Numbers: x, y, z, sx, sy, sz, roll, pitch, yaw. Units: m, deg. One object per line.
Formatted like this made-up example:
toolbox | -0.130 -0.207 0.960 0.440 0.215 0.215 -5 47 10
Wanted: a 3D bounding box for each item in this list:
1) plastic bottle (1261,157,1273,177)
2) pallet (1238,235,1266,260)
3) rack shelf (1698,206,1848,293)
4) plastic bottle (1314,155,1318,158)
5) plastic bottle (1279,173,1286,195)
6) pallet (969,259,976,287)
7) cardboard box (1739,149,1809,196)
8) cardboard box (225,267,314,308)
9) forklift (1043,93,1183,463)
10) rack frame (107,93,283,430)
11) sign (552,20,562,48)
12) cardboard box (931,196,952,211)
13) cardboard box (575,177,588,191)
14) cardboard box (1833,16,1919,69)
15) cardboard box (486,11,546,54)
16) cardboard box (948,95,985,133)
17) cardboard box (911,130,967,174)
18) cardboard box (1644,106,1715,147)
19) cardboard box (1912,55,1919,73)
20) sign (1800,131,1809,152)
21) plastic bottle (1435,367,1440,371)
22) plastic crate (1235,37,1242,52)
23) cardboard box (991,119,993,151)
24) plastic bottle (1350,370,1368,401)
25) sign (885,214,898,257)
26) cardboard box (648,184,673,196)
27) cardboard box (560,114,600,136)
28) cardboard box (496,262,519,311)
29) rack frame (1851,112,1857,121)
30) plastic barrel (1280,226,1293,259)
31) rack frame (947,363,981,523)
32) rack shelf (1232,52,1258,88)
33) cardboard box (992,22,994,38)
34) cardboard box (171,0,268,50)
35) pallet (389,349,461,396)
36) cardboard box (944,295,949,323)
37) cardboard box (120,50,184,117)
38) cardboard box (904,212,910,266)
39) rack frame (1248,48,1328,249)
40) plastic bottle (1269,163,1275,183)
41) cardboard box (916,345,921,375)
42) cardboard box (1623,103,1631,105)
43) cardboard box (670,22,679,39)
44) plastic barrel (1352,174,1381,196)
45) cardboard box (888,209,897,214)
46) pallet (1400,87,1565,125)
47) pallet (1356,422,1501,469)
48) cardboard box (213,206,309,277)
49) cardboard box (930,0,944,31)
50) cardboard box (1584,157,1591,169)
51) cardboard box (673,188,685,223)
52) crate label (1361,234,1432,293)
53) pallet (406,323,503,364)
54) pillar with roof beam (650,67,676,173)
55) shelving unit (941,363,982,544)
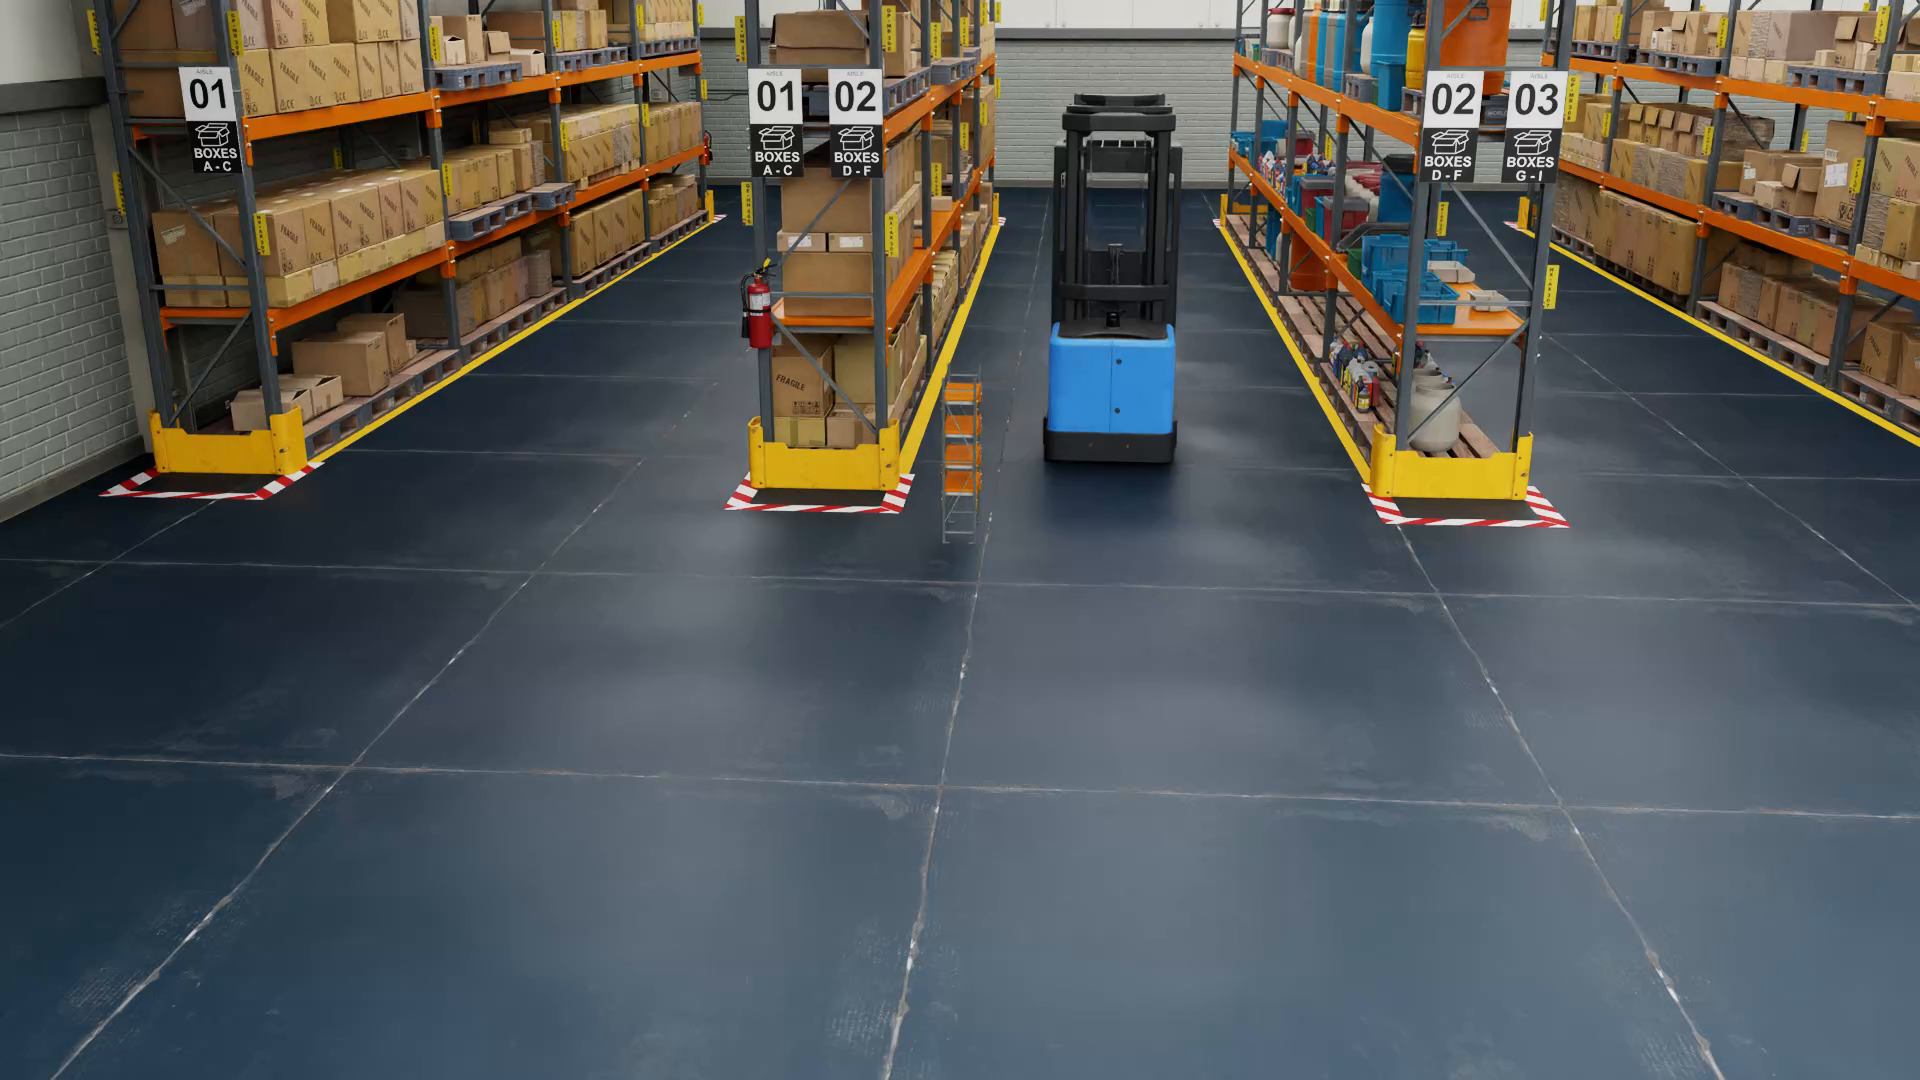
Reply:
plastic bottle | 4.287 -5.195 23.159 0.152 0.276 0.135 1 18 4
pallet | 4.740 -4.407 25.033 1.003 0.211 1.213 1 18 4
rack shelf | 9.236 -3.187 17.987 1.077 0.370 4.000 1 18 4
plastic bottle | 5.020 -5.314 23.523 0.152 0.276 0.135 1 18 4
plastic bottle | 4.100 -4.502 21.052 0.097 0.271 0.097 0 18 0
pallet | -0.320 -3.656 22.741 1.003 0.211 1.213 1 18 4
cardboard box | 9.381 -4.228 19.175 0.500 0.500 0.500 -1 18 -3
cardboard box | -5.664 -2.080 13.661 0.500 0.250 0.500 1 18 2
forklift | 1.366 -2.438 14.656 1.130 2.935 3.031 2 18 5
rack frame | -6.016 -1.997 13.200 1.000 3.000 0.127 1 18 4
sign | -4.901 -6.140 20.196 0.100 0.325 0.005 1 18 4
cardboard box | -0.290 -3.967 19.616 0.380 0.149 0.250 1 18 4
cardboard box | -5.057 -4.627 21.599 0.380 0.149 0.250 2 18 6
cardboard box | 9.292 -5.018 16.762 0.797 0.503 0.637 2 18 6
cardboard box | -5.465 -6.313 20.686 0.700 0.500 0.500 0 18 0
cardboard box | 0.100 -6.277 24.496 0.500 0.500 0.500 2 18 5
cardboard box | -0.312 -5.097 21.826 0.700 0.500 0.500 5 19 14
cardboard box | 9.568 -5.505 22.134 0.797 0.503 0.637 1 18 5
cardboard box | 8.811 -4.273 14.929 0.380 0.149 0.250 0 18 1
sign | 9.922 -4.653 19.574 0.100 0.325 0.005 1 18 4
plastic bottle | 4.353 -1.445 15.190 0.097 0.271 0.097 0 18 0
plastic crate | 4.707 -7.995 26.898 0.497 0.269 0.590 1 18 4
cardboard box | 0.278 -6.598 27.081 0.500 0.500 0.500 1 18 4
plastic bottle | 3.616 -1.391 15.020 0.152 0.276 0.135 1 18 2
sign | -0.521 -2.322 12.675 0.100 0.325 0.005 1 18 4
cardboard box | -4.756 -5.538 26.305 0.380 0.149 0.250 1 18 2
cardboard box | -5.083 -5.494 21.997 0.500 0.250 0.500 1 18 4
cardboard box | -5.602 -2.966 19.464 0.700 0.500 0.500 1 18 4
rack frame | 14.893 -6.492 26.919 1.000 3.000 0.127 1 18 4
plastic barrel | 4.538 -3.817 21.953 0.600 0.588 0.708 1 18 4
rack frame | 0.029 -0.697 12.124 0.240 1.200 0.015 1 18 4
rack shelf | 4.870 -7.207 25.440 1.077 0.370 4.000 1 18 4
cardboard box | 0.290 -8.283 27.005 0.500 0.250 0.500 1 18 4
cardboard box | -5.746 -4.069 12.907 0.500 0.500 0.500 0 18 0
pallet | -5.742 -1.705 16.786 1.003 0.211 1.213 1 18 4
cardboard box | -0.402 -2.620 18.843 0.500 0.250 0.500 2 18 5
cardboard box | -6.238 -3.615 13.127 0.500 0.500 0.500 3 18 8
cardboard box | -0.845 -2.875 15.720 0.700 0.500 0.500 1 18 3
rack frame | 4.726 -5.503 23.899 1.000 3.000 0.127 1 18 4
plastic bottle | 4.194 -4.911 22.301 0.097 0.271 0.097 0 18 0
cardboard box | -0.649 -1.719 16.092 0.500 0.250 0.500 1 18 4
cardboard box | 9.999 -6.114 24.325 0.500 0.500 0.500 1 18 4
cardboard box | -4.725 -8.011 26.141 0.500 0.250 0.500 1 18 2
plastic barrel | 4.524 -3.737 18.292 0.433 0.535 0.433 0 18 0
cardboard box | -0.741 -2.760 14.327 0.380 0.149 0.250 1 18 3
pallet | 4.023 -3.366 12.865 1.003 0.211 1.213 1 18 4
pallet | 3.888 -0.727 13.804 1.003 0.211 1.213 1 18 4
cardboard box | -5.682 -2.433 13.535 0.500 0.500 0.500 1 18 4
cardboard box | -0.463 -6.455 20.223 0.500 0.500 0.500 1 18 4
cardboard box | 9.398 -5.534 24.399 0.380 0.149 0.250 1 18 3
cardboard box | -4.890 -5.447 27.068 0.700 0.500 0.500 1 18 2
crate label | 3.728 -2.370 14.282 0.502 0.435 0.616 1 18 4
pallet | -5.675 -2.156 18.163 1.003 0.211 1.213 1 18 4
pillar with roof beam | -1.244 -10.579 29.756 9.100 9.000 0.400 1 18 4
shelving unit | 0.012 -0.622 11.893 0.258 1.200 0.503 1 18 4
